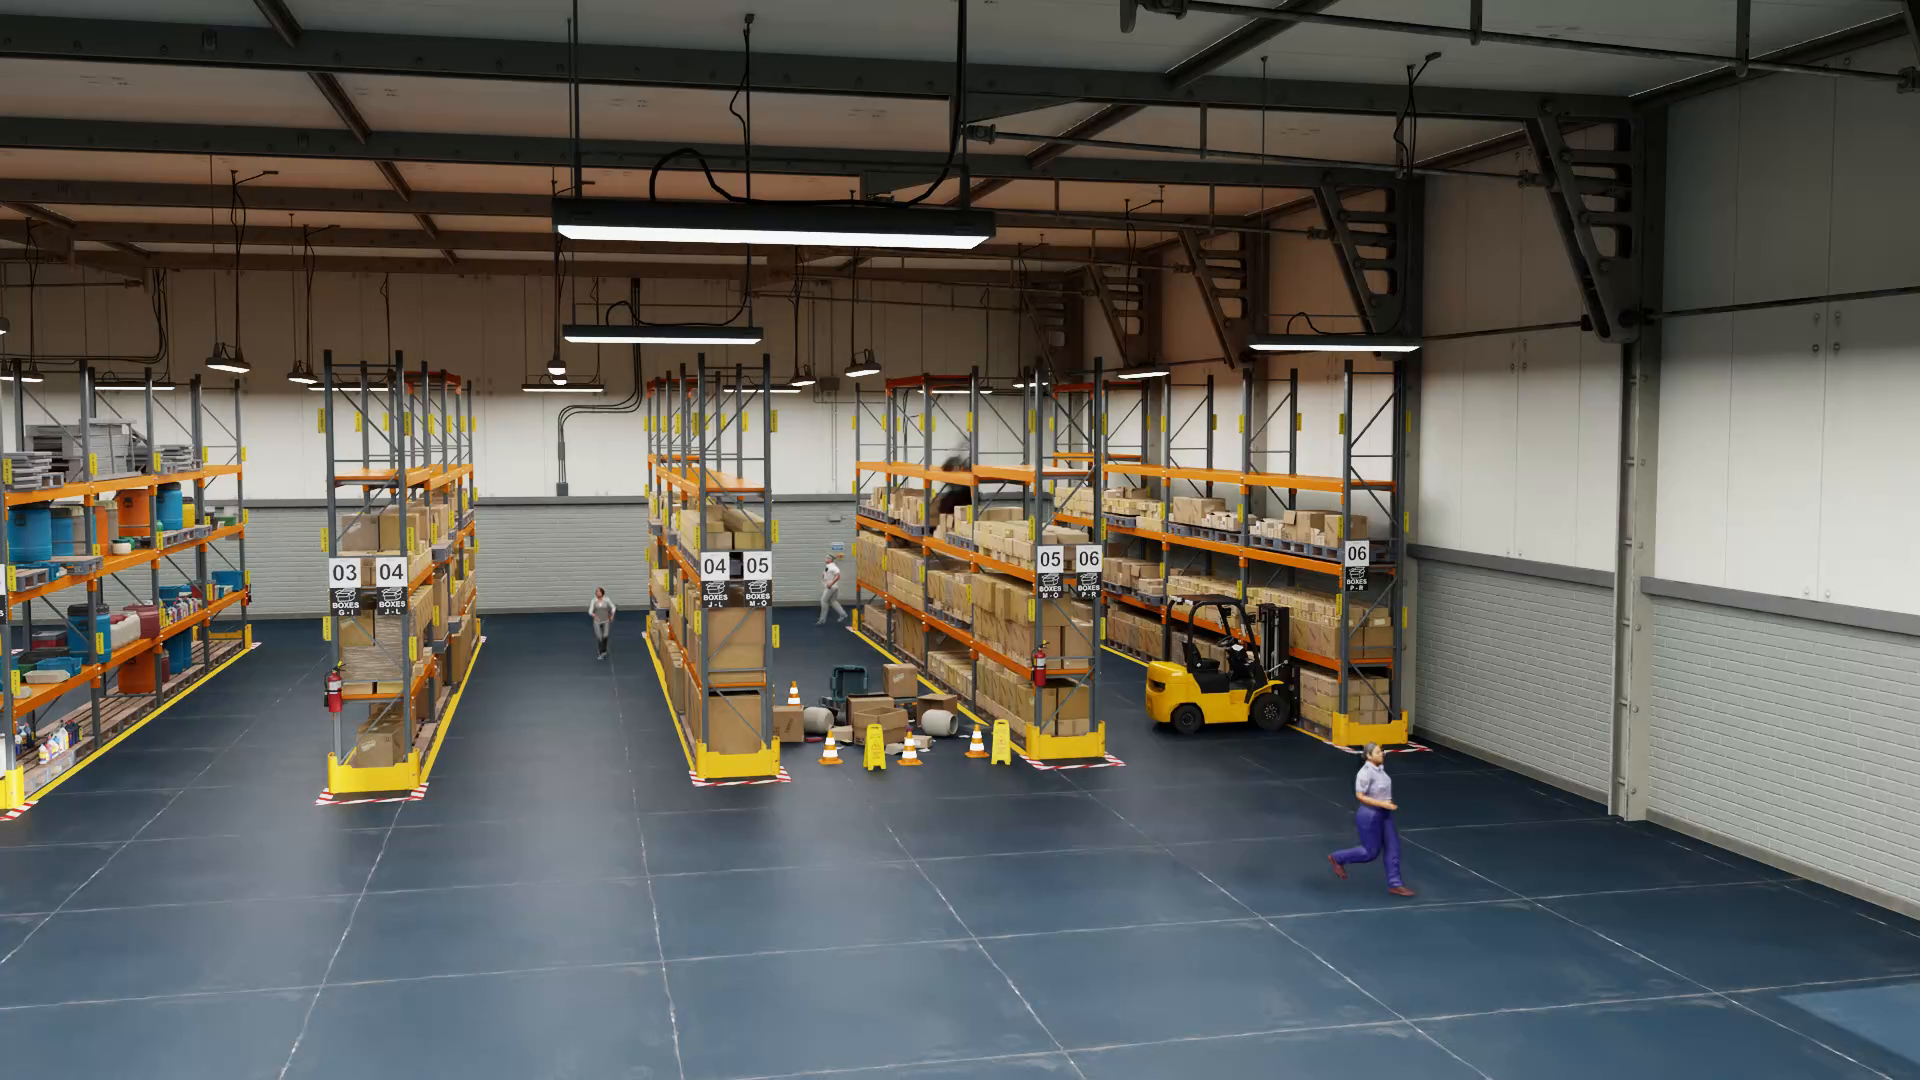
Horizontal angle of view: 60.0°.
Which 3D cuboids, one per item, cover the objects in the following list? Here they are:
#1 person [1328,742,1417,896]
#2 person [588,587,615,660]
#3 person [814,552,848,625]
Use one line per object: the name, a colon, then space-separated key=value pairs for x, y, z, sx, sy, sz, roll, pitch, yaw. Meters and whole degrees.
person: x=4.425 y=2.964 z=17.754 sx=0.932 sy=1.602 sz=0.621 roll=3 pitch=5 yaw=35
person: x=-7.577 y=1.766 z=35.187 sx=0.552 sy=1.557 sz=0.618 roll=-1 pitch=4 yaw=-9
person: x=-3.232 y=1.221 z=41.574 sx=0.844 sy=1.836 sz=0.666 roll=0 pitch=4 yaw=-1
